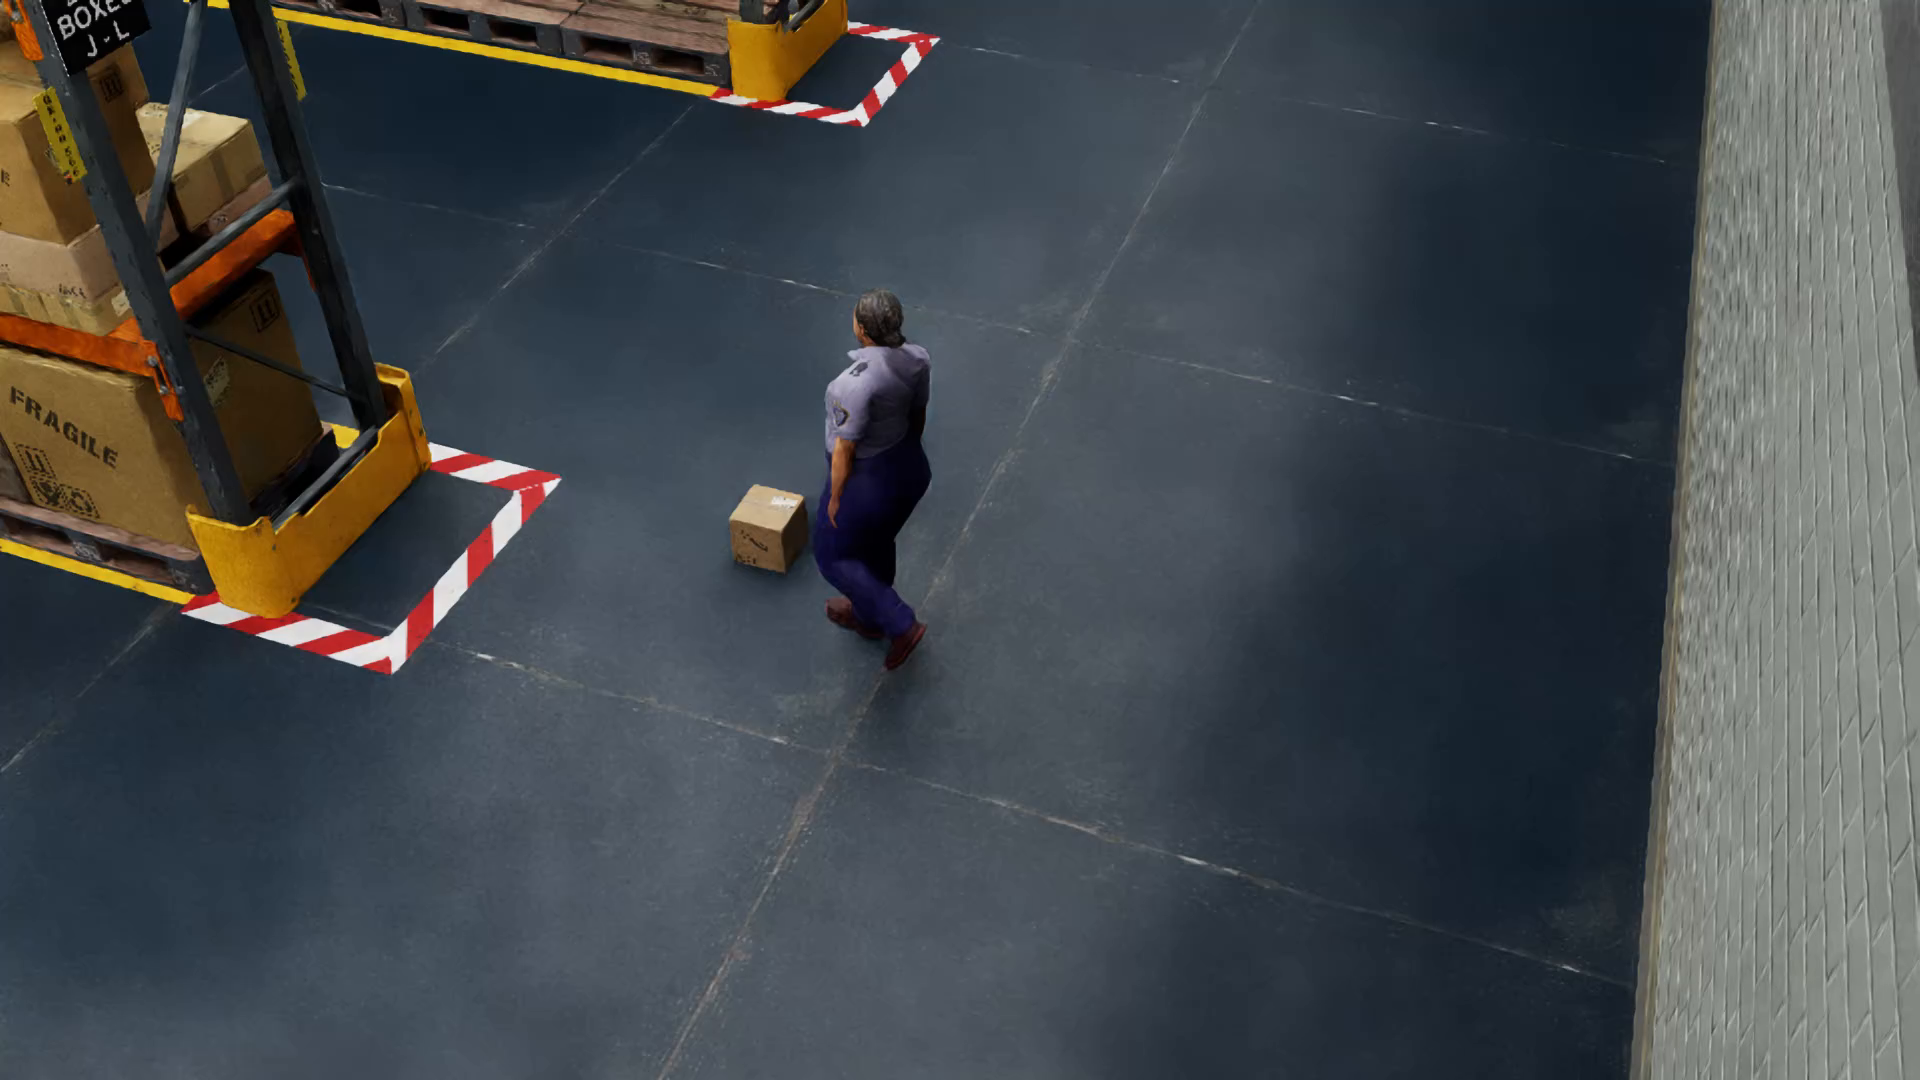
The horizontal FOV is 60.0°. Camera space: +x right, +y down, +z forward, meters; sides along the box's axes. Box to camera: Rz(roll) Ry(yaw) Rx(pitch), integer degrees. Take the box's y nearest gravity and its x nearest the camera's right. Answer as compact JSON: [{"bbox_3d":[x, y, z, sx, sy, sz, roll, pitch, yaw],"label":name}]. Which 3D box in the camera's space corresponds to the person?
[{"bbox_3d":[-0.286,-0.226,6.416,0.625,1.636,0.515,28,49,28],"label":"person"}]
